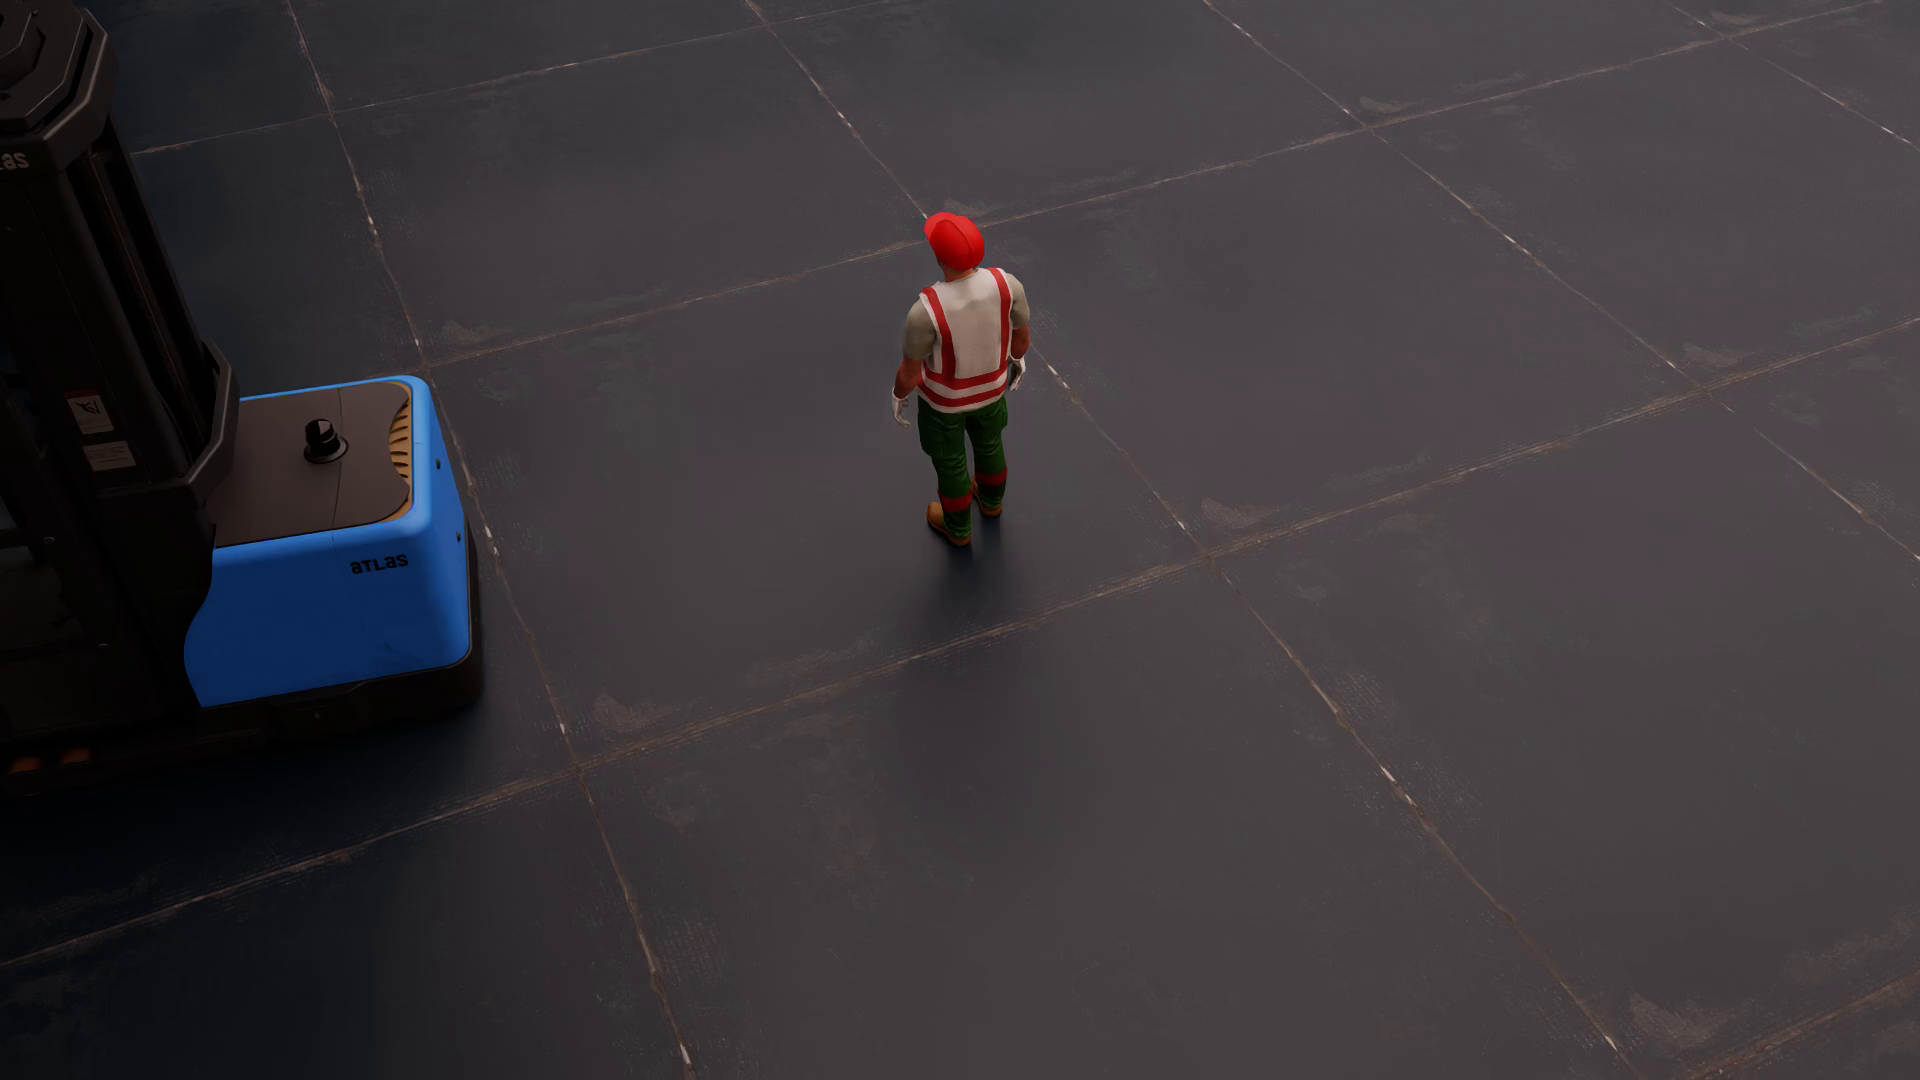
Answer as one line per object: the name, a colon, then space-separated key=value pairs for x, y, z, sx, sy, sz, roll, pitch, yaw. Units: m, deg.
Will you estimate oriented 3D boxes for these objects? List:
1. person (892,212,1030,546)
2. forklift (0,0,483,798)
person: x=-0.024 y=-0.712 z=7.270 sx=0.638 sy=1.789 sz=0.562 roll=-18 pitch=46 yaw=-18
forklift: x=-3.597 y=-0.438 z=6.149 sx=3.031 sy=2.935 sz=1.130 roll=-10 pitch=44 yaw=-10
